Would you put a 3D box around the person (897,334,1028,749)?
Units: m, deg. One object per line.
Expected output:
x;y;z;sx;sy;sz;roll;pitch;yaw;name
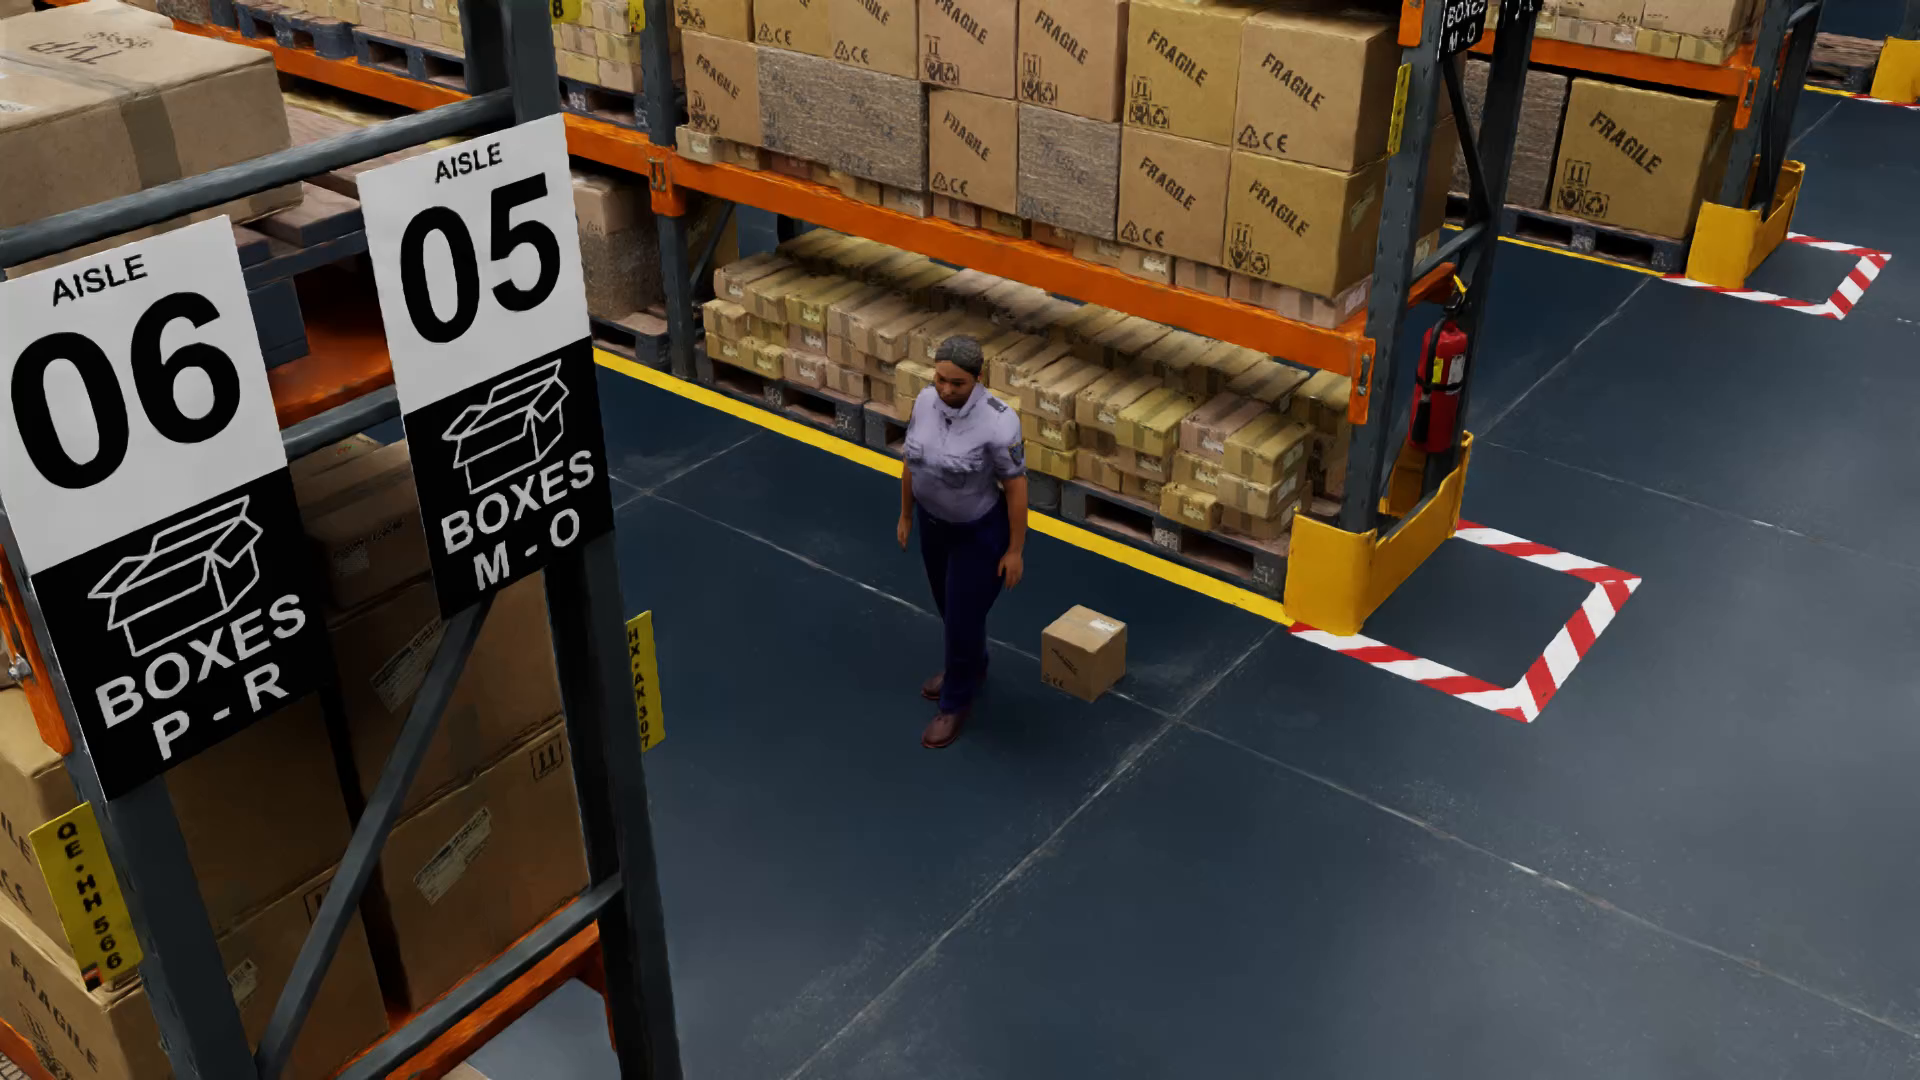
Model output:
-0.002;-0.015;6.172;0.494;1.651;0.540;-25;39;-35;person
